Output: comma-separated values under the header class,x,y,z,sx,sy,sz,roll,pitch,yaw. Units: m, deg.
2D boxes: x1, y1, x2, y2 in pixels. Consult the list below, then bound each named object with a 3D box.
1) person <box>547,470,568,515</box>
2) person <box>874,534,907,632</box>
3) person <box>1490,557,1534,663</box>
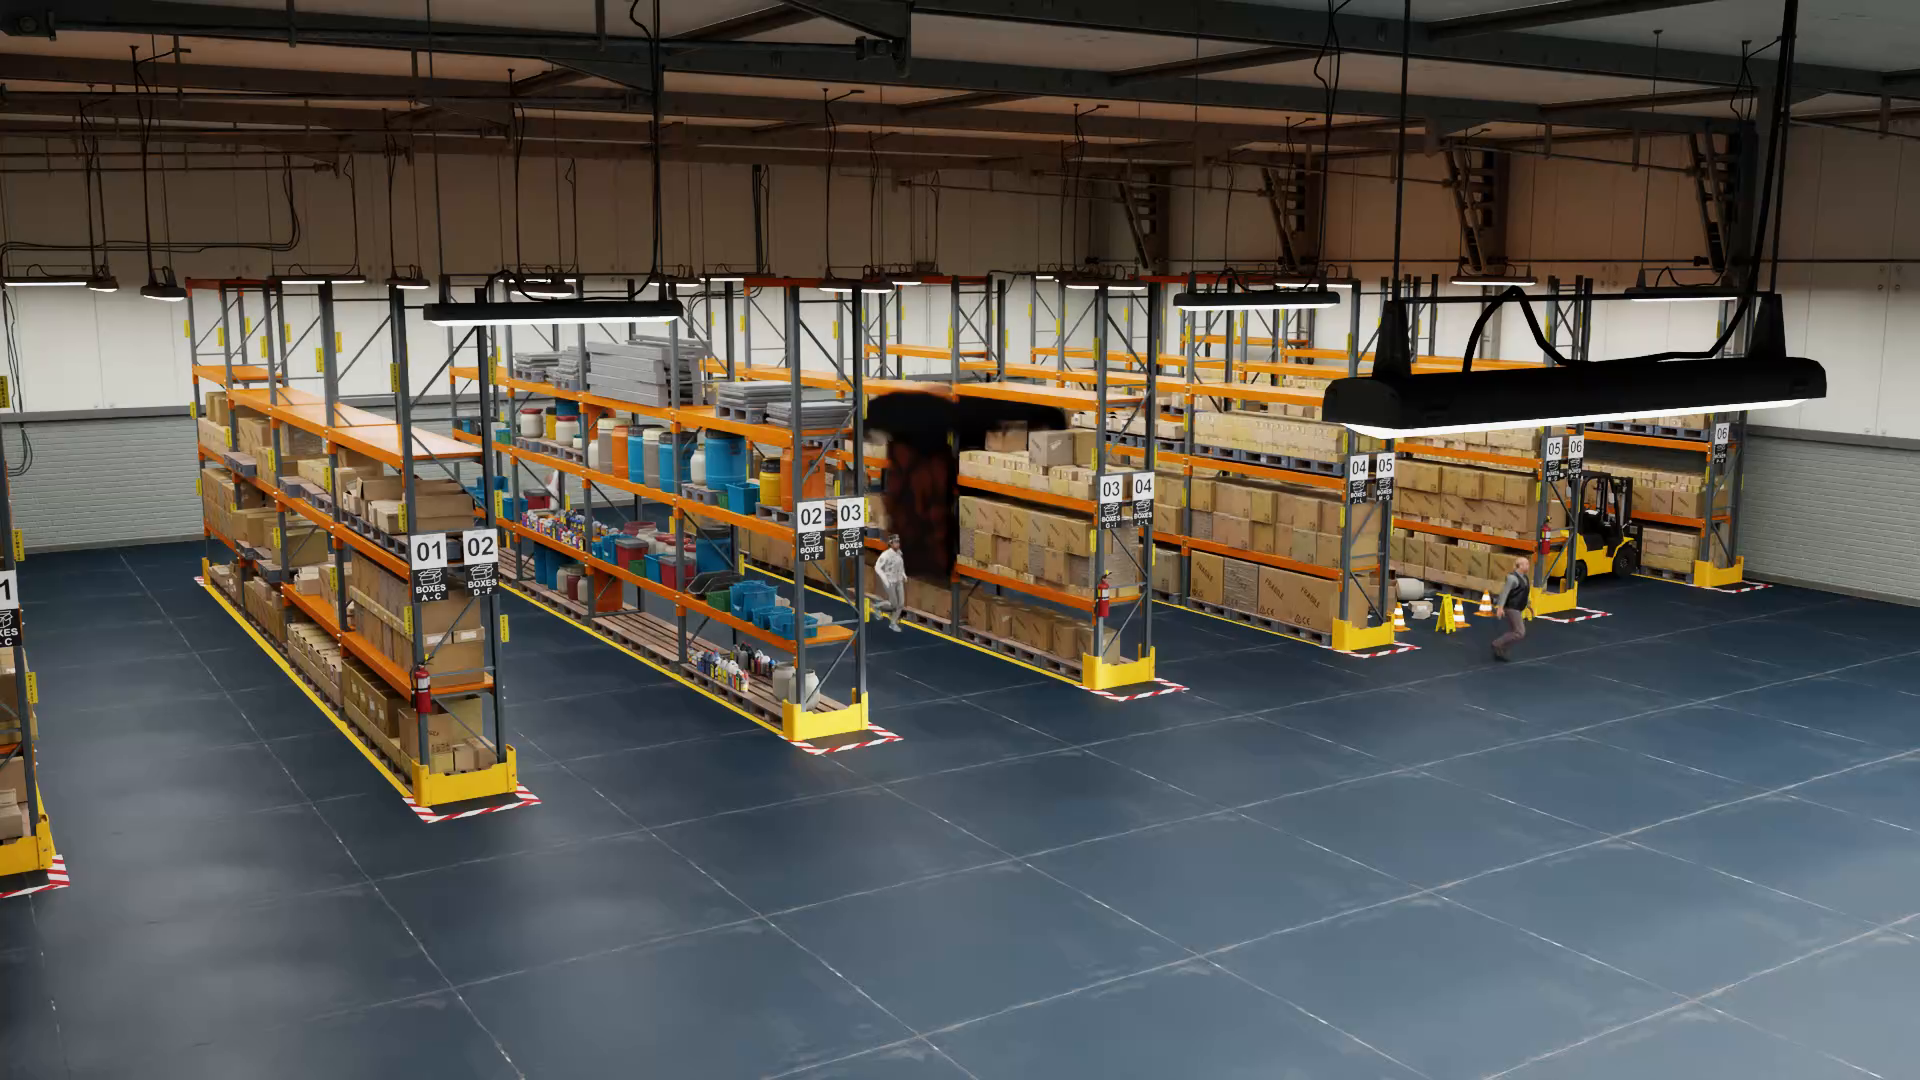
class,x,y,z,sx,sy,sz,roll,pitch,yaw
person,-9.509,-0.953,38.635,1.045,1.732,0.691,-6,11,-32
person,-1.177,0.691,27.915,0.584,1.651,0.631,9,13,44
person,8.777,1.105,26.385,0.566,1.700,0.645,6,11,32
